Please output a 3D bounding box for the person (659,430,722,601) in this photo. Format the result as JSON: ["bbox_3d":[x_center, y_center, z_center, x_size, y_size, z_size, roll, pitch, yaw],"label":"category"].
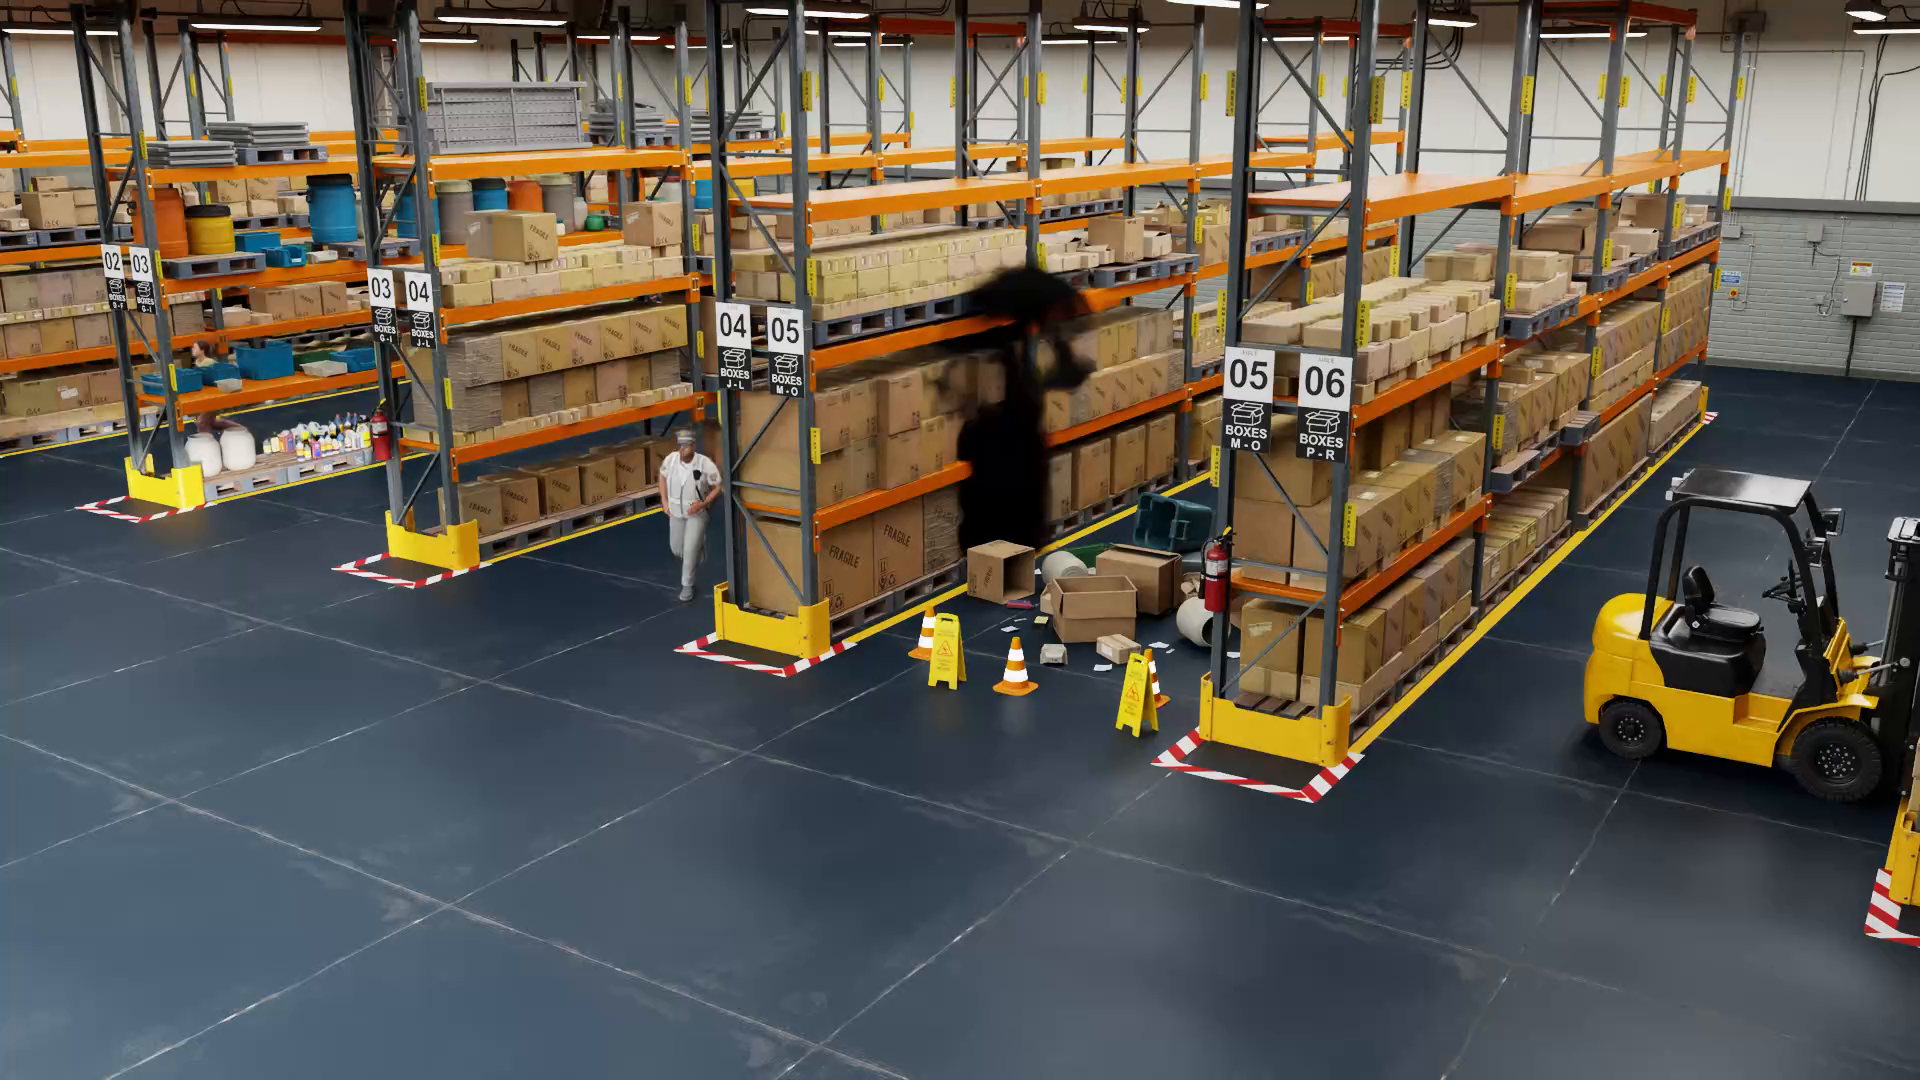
[{"bbox_3d":[-2.741,-0.304,16.929,0.693,1.735,0.664,4,16,13],"label":"person"}]

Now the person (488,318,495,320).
[{"bbox_3d":[-7.896,-3.398,28.439,0.506,1.592,0.662,5,16,18],"label":"person"}]

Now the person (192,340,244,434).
[{"bbox_3d":[-10.448,-1.975,23.257,0.587,1.672,0.910,13,20,39],"label":"person"}]
